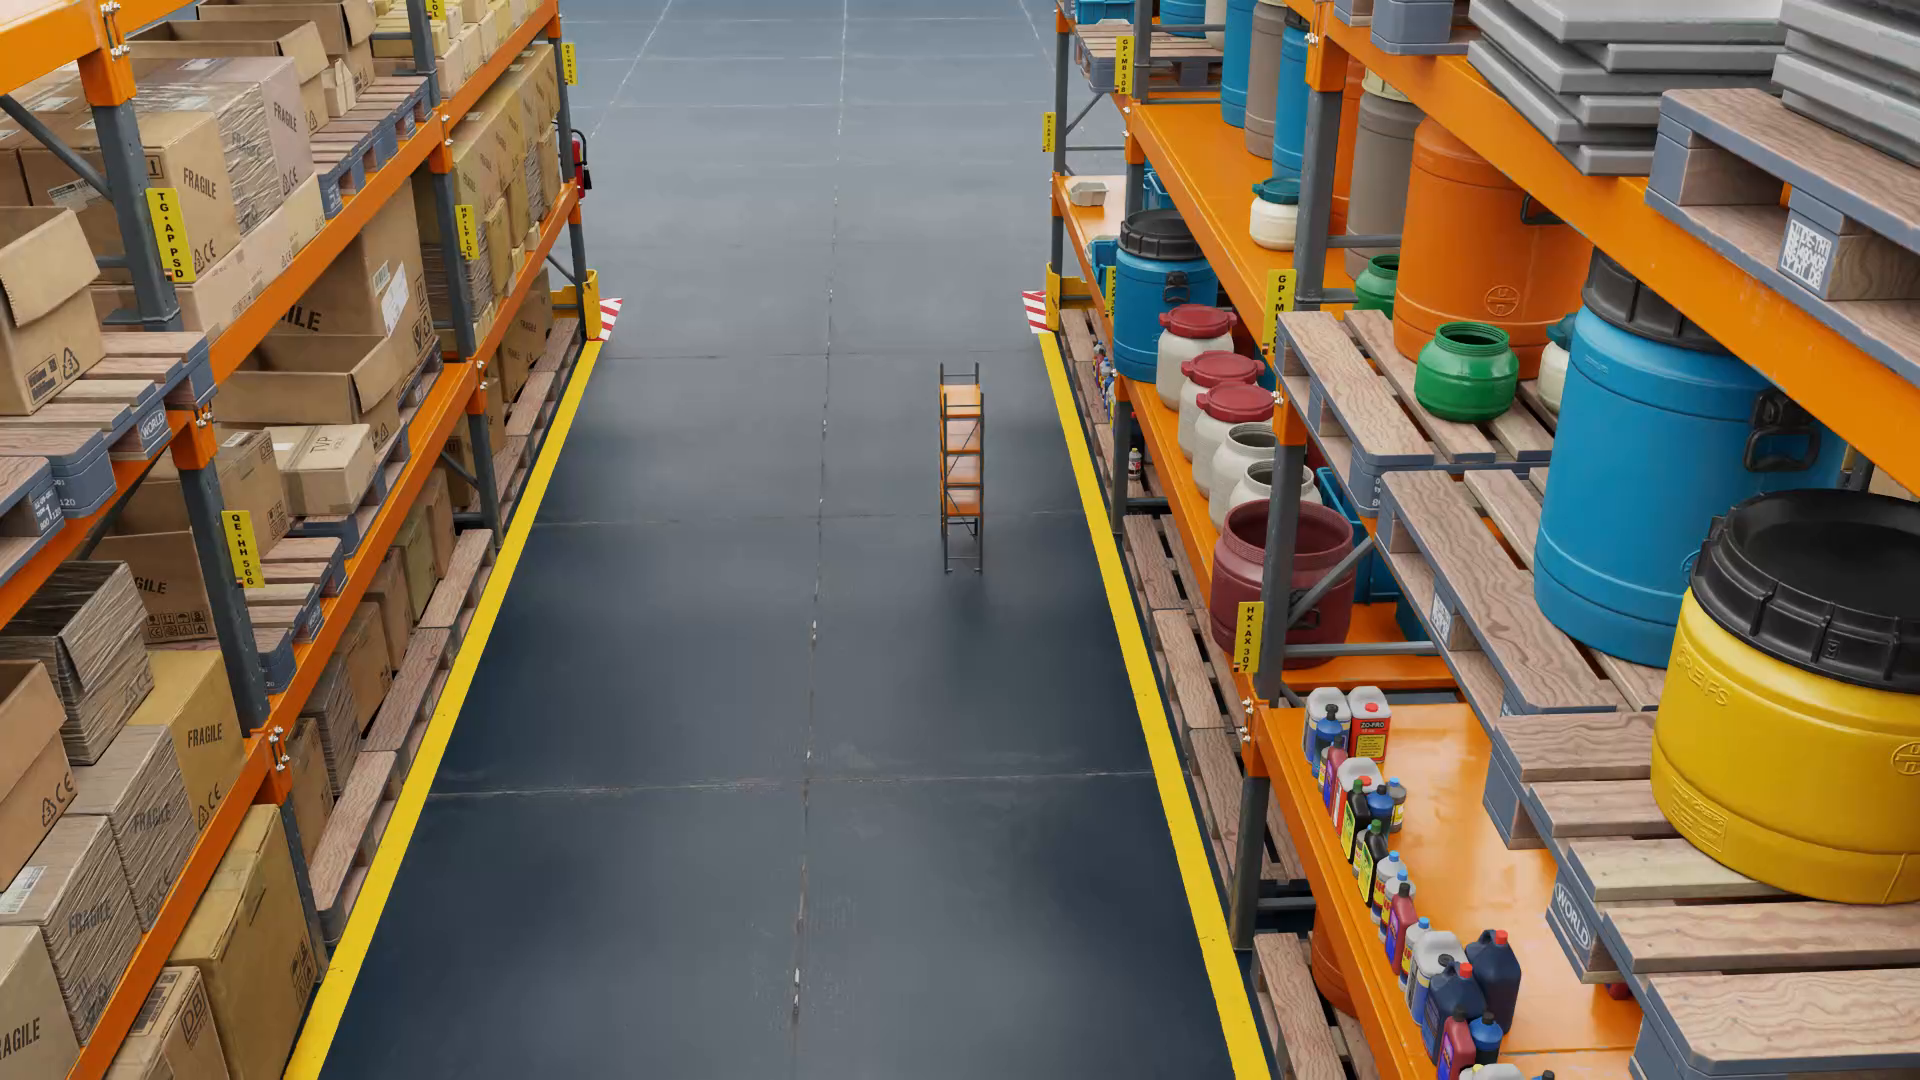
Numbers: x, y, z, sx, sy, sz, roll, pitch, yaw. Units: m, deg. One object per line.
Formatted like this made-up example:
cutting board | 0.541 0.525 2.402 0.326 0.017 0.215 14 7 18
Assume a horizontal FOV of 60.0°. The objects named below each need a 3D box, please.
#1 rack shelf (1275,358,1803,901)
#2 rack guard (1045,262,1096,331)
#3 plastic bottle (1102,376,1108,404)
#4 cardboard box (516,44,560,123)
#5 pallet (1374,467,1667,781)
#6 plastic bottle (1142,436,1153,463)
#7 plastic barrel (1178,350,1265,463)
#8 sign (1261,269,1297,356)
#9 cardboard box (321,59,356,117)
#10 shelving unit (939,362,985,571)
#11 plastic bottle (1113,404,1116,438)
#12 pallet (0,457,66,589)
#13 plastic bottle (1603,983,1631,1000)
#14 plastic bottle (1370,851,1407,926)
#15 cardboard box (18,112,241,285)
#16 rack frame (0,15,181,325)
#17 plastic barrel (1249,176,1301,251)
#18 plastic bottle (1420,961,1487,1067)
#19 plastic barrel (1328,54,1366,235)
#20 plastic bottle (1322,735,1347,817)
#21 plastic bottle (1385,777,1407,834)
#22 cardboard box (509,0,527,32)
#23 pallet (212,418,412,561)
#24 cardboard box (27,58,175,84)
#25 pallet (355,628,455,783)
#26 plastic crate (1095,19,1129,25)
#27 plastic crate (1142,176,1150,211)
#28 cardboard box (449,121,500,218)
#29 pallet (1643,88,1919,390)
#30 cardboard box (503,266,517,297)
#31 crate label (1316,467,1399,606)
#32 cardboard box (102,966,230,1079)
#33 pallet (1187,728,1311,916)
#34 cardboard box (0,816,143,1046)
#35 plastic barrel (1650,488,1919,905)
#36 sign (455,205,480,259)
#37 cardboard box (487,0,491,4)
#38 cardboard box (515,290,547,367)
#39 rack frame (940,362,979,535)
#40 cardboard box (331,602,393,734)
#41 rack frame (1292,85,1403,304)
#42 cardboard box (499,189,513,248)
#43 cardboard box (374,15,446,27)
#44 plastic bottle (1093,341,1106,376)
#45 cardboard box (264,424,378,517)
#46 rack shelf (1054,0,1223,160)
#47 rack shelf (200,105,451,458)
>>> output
rack shelf | 1.806 0.359 4.415 1.077 0.370 4.000 -1 28 -3
rack guard | 1.334 -2.106 14.310 1.175 0.500 0.348 -1 28 -3
plastic bottle | 1.095 -1.108 12.242 0.097 0.201 0.097 0 28 0
cardboard box | -3.387 -3.500 12.769 0.500 0.500 0.500 -1 28 -3
pallet | 1.709 0.164 4.215 1.003 0.211 1.213 -1 28 -3
plastic bottle | 1.315 -0.716 11.329 0.144 0.351 0.185 -1 28 -3
plastic barrel | 1.362 -0.675 8.717 0.433 0.535 0.433 0 28 0
sign | 1.152 -0.821 6.012 0.100 0.325 0.005 -1 28 -3
cardboard box | -3.305 -2.306 8.438 0.396 0.266 0.258 0 28 -1
shelving unit | 0.009 -0.456 10.388 0.258 1.200 0.503 -1 28 -3
plastic bottle | 1.111 -0.845 11.650 0.061 0.283 0.133 0 28 1
pallet | -3.097 0.132 4.276 1.003 0.211 1.213 0 28 0
plastic bottle | 2.074 1.291 5.219 0.061 0.283 0.133 -1 28 -3
plastic bottle | 1.423 1.147 5.509 0.097 0.271 0.097 0 28 0
cardboard box | -3.013 -1.253 6.079 0.500 0.500 0.500 -1 28 -2
rack frame | -3.245 -2.094 5.096 1.000 3.000 0.127 -1 28 -3
plastic barrel | 1.402 -1.404 7.167 0.301 0.262 0.301 0 28 0
plastic bottle | 1.478 1.390 4.957 0.144 0.351 0.185 -1 28 -3
plastic barrel | 1.841 -1.761 7.236 0.600 0.830 0.708 -1 28 -3
plastic bottle | 1.373 0.858 6.049 0.061 0.283 0.133 -1 28 -3
plastic bottle | 1.549 0.944 5.973 0.097 0.201 0.097 0 28 0
cardboard box | -3.337 -3.708 11.597 0.500 0.250 0.500 -1 28 -2
pallet | -3.389 -0.262 8.279 1.003 0.211 1.213 -1 28 -3
cardboard box | -3.568 -1.710 6.955 0.500 0.500 0.500 -1 28 -2
pallet | -3.345 0.879 8.898 1.003 0.211 1.213 -1 28 -3
plastic crate | 1.005 -3.346 11.025 0.243 0.136 0.396 -1 28 -3
plastic crate | 1.637 -2.658 12.826 0.499 0.251 0.408 -1 28 -3
cardboard box | -3.251 -2.346 10.555 0.500 0.500 0.500 -1 28 -3
pallet | 1.836 -0.487 2.651 1.003 0.211 1.213 -1 28 -3
cardboard box | -3.200 -1.739 11.174 0.380 0.149 0.250 -1 28 -3
crate label | 1.919 -0.035 7.597 0.502 0.435 0.616 -1 28 -3
cardboard box | -3.191 2.053 5.476 1.225 0.875 0.875 -1 28 -2
pallet | 1.700 1.324 8.046 1.003 0.211 1.213 -1 28 -3
cardboard box | -2.921 1.213 5.134 0.500 0.500 0.500 -2 28 -4
plastic barrel | 1.660 0.277 3.136 0.600 0.588 0.600 0 28 0
sign | -2.900 -1.810 9.787 0.100 0.325 0.005 -1 28 -3
cardboard box | -3.316 -3.599 10.956 0.380 0.149 0.250 -1 28 -1
cardboard box | -3.581 -1.643 12.967 0.500 0.500 0.500 6 28 11
rack frame | -0.004 -0.568 10.604 0.240 1.200 0.015 -1 28 -3
cardboard box | -3.378 0.653 8.545 0.700 0.500 0.500 1 28 2
rack frame | 1.701 -2.214 5.326 1.000 3.000 0.127 -1 28 -3
cardboard box | -3.533 -2.127 11.217 0.875 0.500 0.500 -1 28 -3
cardboard box | -3.245 -3.001 9.809 0.380 0.149 0.250 -3 28 -5
plastic bottle | 1.067 -1.389 12.706 0.097 0.271 0.097 0 28 0
cardboard box | -3.103 -0.333 7.916 0.500 0.250 0.500 -2 28 -4
rack shelf | 1.388 -3.336 11.498 1.077 0.370 4.000 -1 28 -3
rack shelf | -3.349 -1.369 7.727 1.077 0.370 4.000 -1 28 -3
